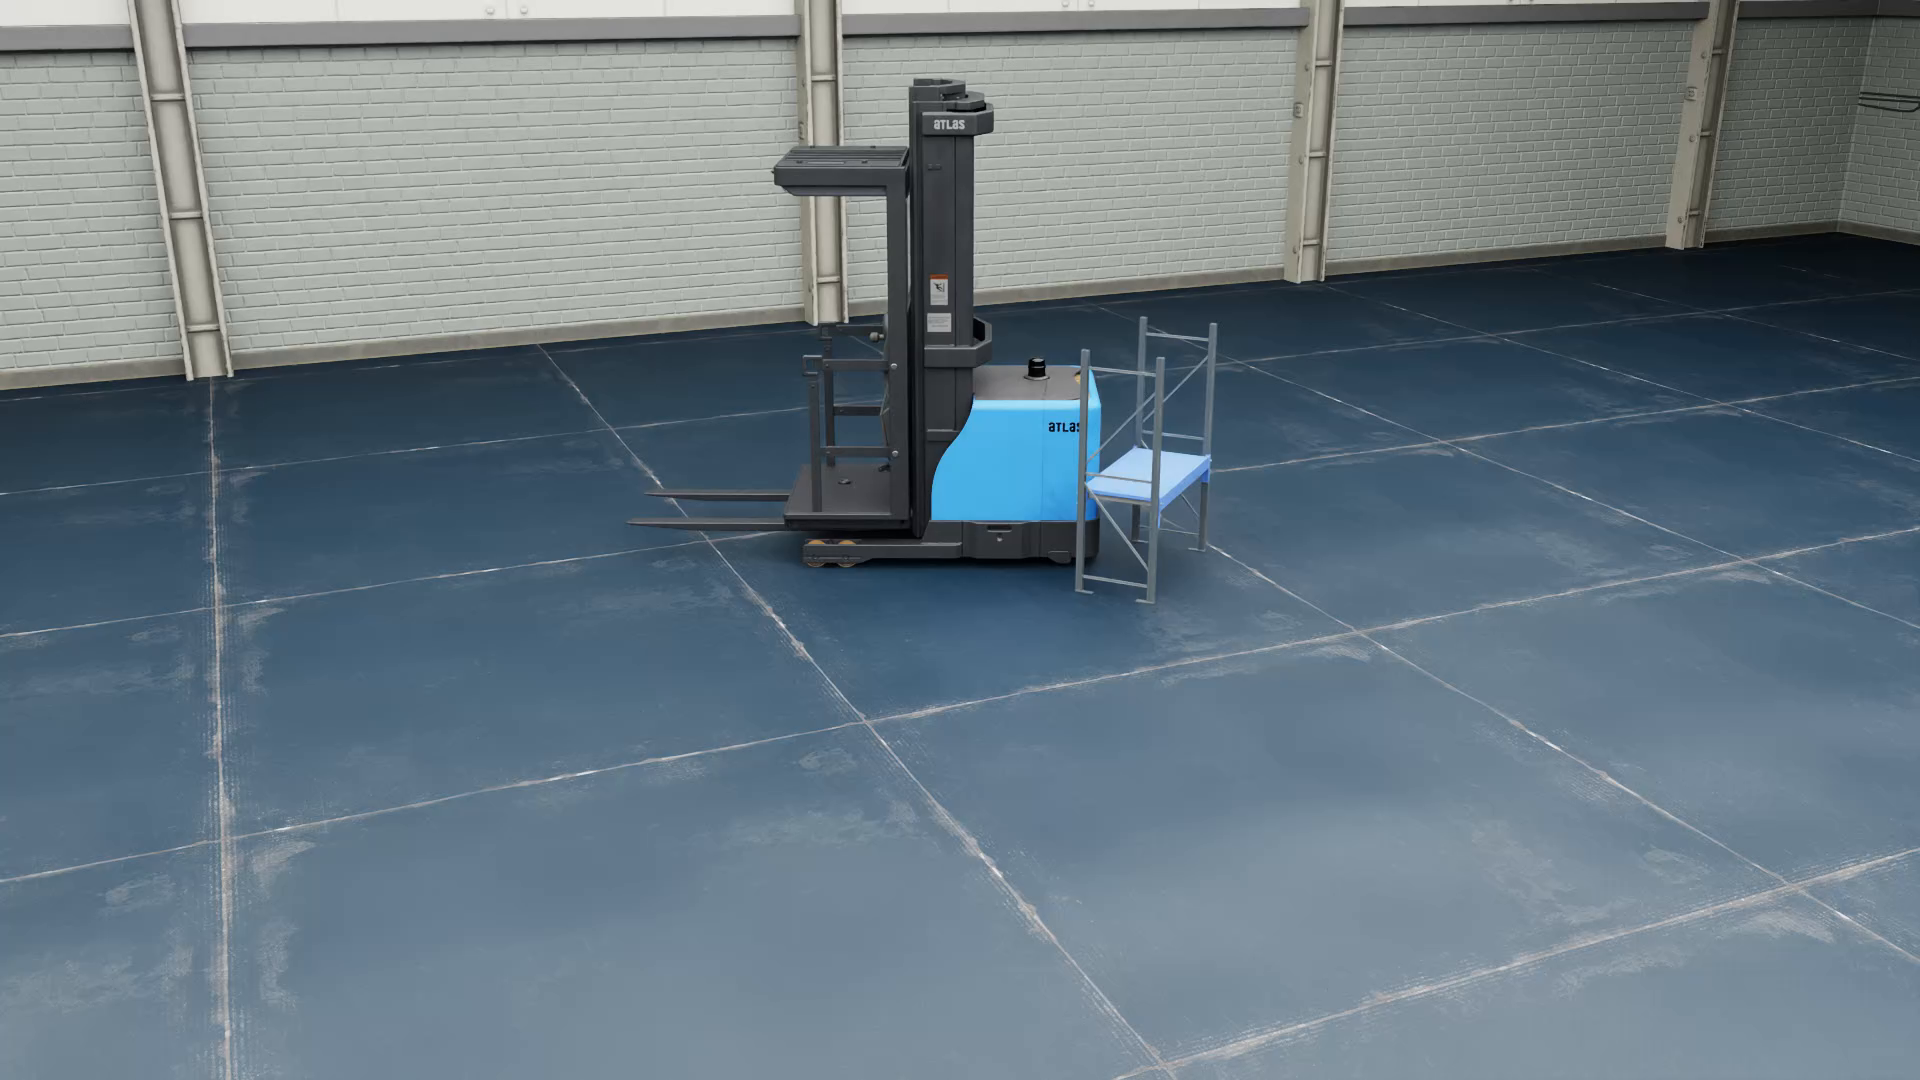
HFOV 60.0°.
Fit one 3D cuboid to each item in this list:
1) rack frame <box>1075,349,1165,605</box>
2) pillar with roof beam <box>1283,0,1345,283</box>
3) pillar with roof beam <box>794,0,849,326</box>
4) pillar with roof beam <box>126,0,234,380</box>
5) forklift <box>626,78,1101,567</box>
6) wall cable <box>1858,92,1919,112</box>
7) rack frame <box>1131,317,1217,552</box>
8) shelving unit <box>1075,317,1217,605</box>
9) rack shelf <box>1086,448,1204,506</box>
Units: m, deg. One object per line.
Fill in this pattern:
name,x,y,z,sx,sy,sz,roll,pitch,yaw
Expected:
rack frame,0.934,-0.361,9.788,0.500,1.500,0.032,9,21,24
pillar with roof beam,5.802,-6.036,14.615,0.400,9.000,9.100,-8,21,-22
pillar with roof beam,0.292,-5.247,12.374,0.400,9.000,9.100,-8,21,-22
pillar with roof beam,-5.217,-4.457,10.132,0.400,9.000,9.100,-8,21,-22
forklift,-0.625,-1.385,10.544,3.031,2.935,1.130,0,19,1
wall cable,12.834,-6.658,21.057,0.112,2.526,3.097,-8,21,-22
rack frame,1.366,-0.666,10.656,0.500,1.500,0.032,9,21,24
shelving unit,1.150,-0.513,10.222,0.500,1.500,1.048,9,21,24
rack shelf,1.150,-0.390,10.265,0.459,0.062,0.952,9,21,24
